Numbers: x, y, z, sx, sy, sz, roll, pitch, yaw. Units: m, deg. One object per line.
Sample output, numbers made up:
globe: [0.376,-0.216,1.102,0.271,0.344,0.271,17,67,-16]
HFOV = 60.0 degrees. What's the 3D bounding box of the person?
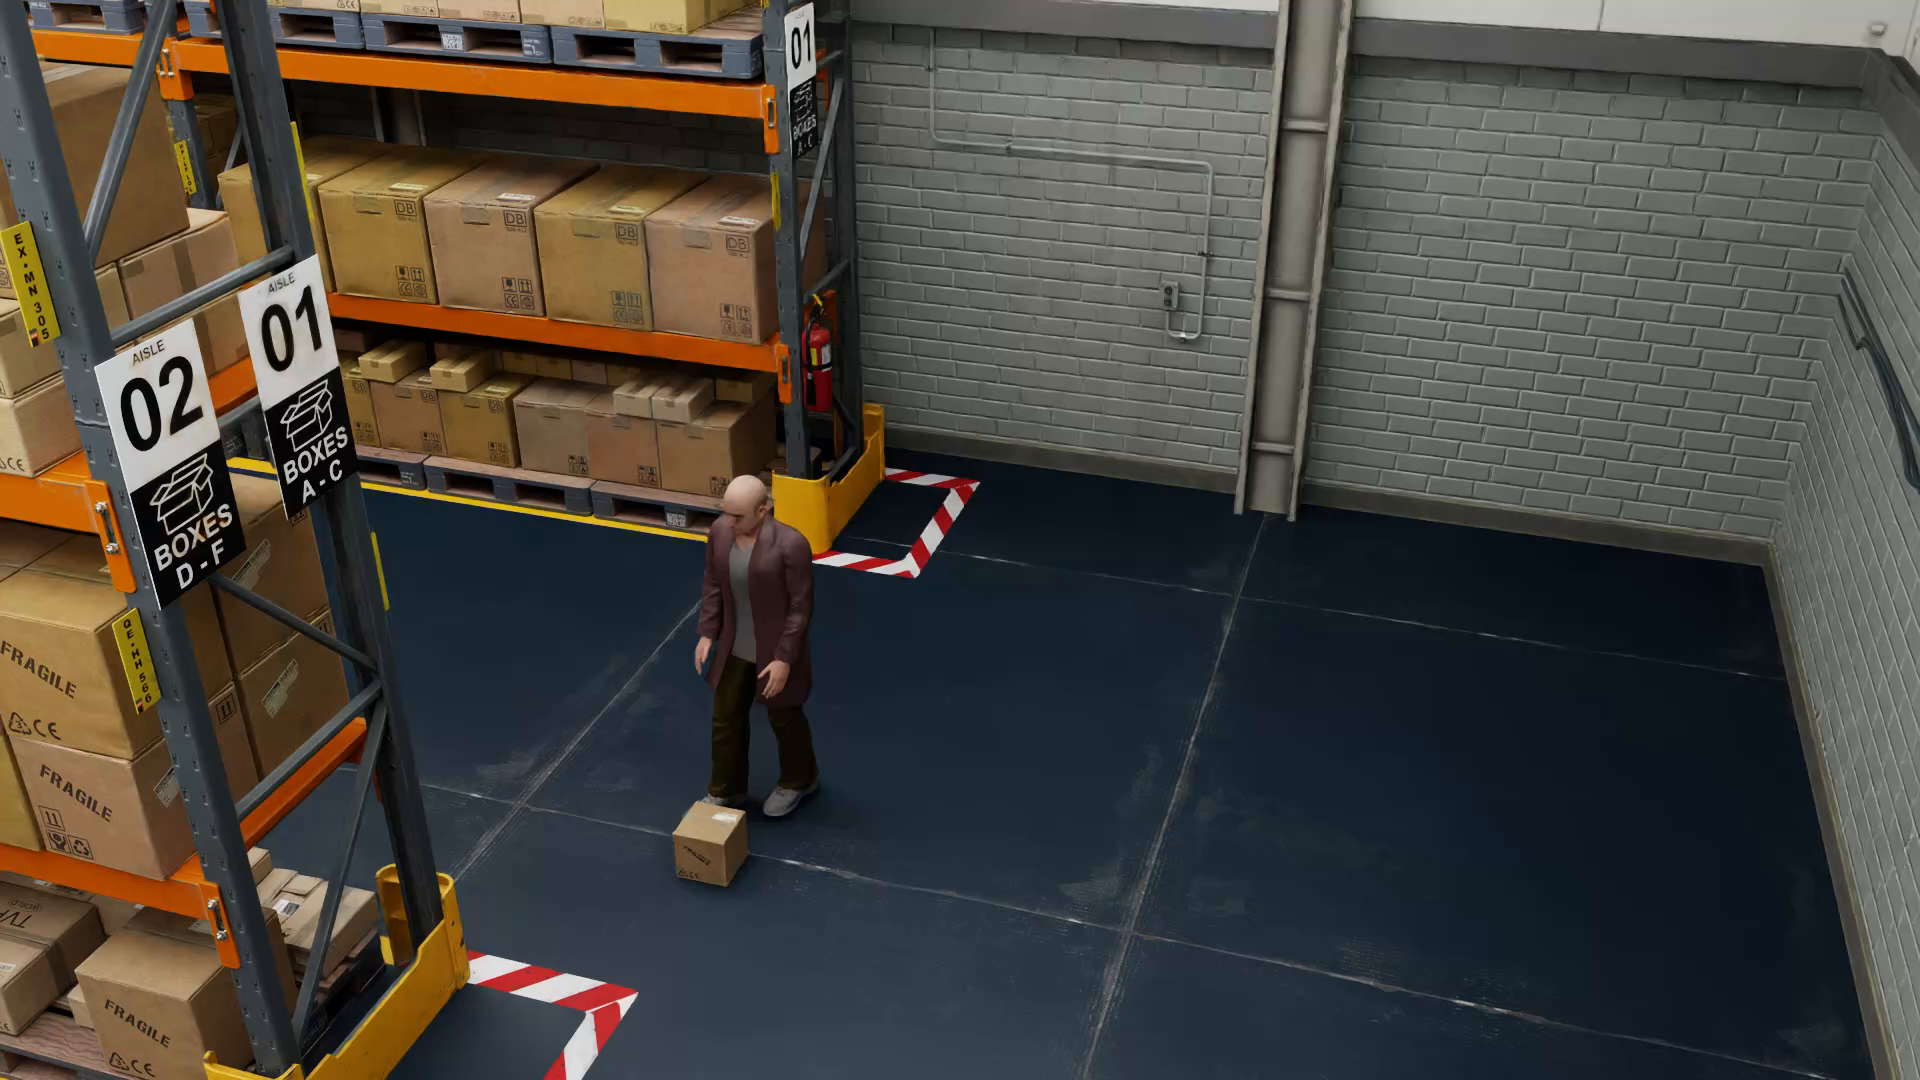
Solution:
person: [-0.954,0.517,7.558,0.594,1.777,0.624,16,33,26]
